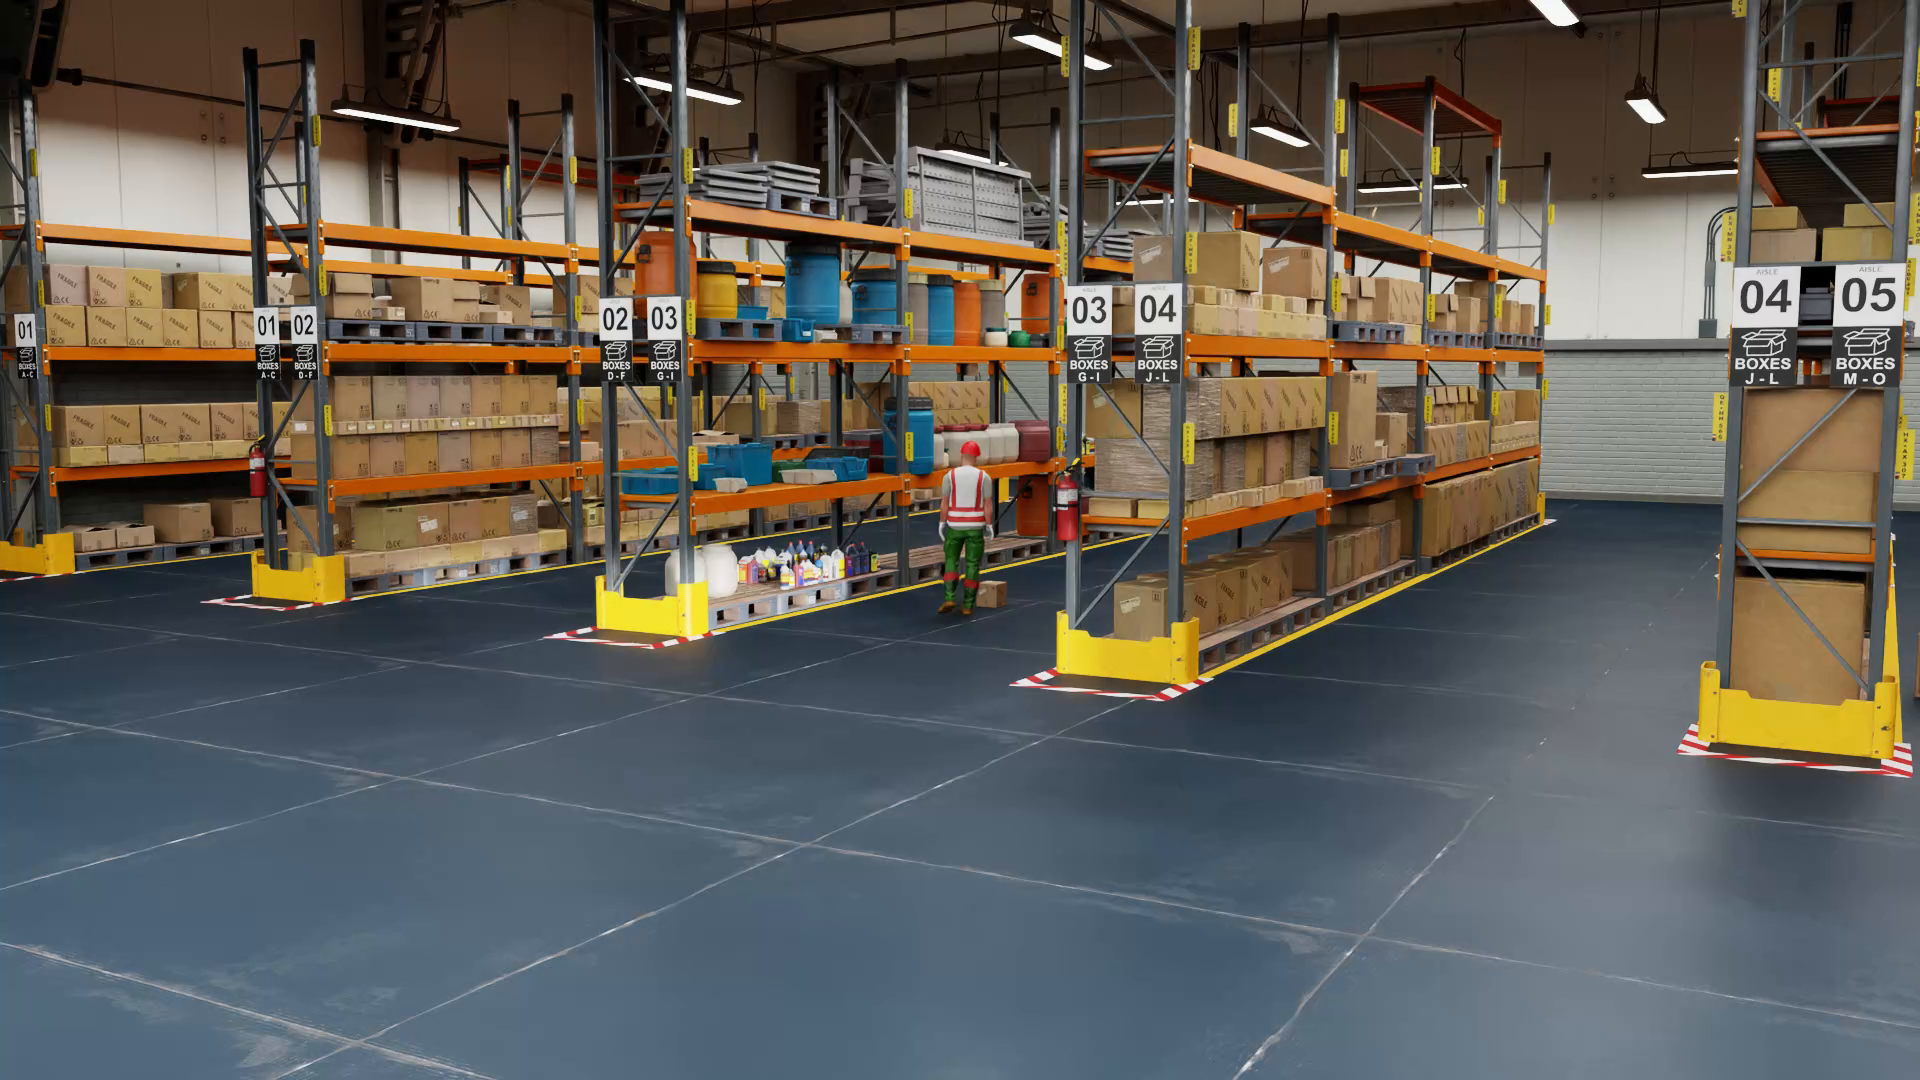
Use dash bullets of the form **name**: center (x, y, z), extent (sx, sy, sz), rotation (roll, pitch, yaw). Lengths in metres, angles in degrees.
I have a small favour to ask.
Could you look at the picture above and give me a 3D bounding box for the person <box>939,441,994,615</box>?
- **person**: center (0.064, -0.117, 17.188), extent (0.576, 1.815, 0.423), rotation (0, 6, 2)
